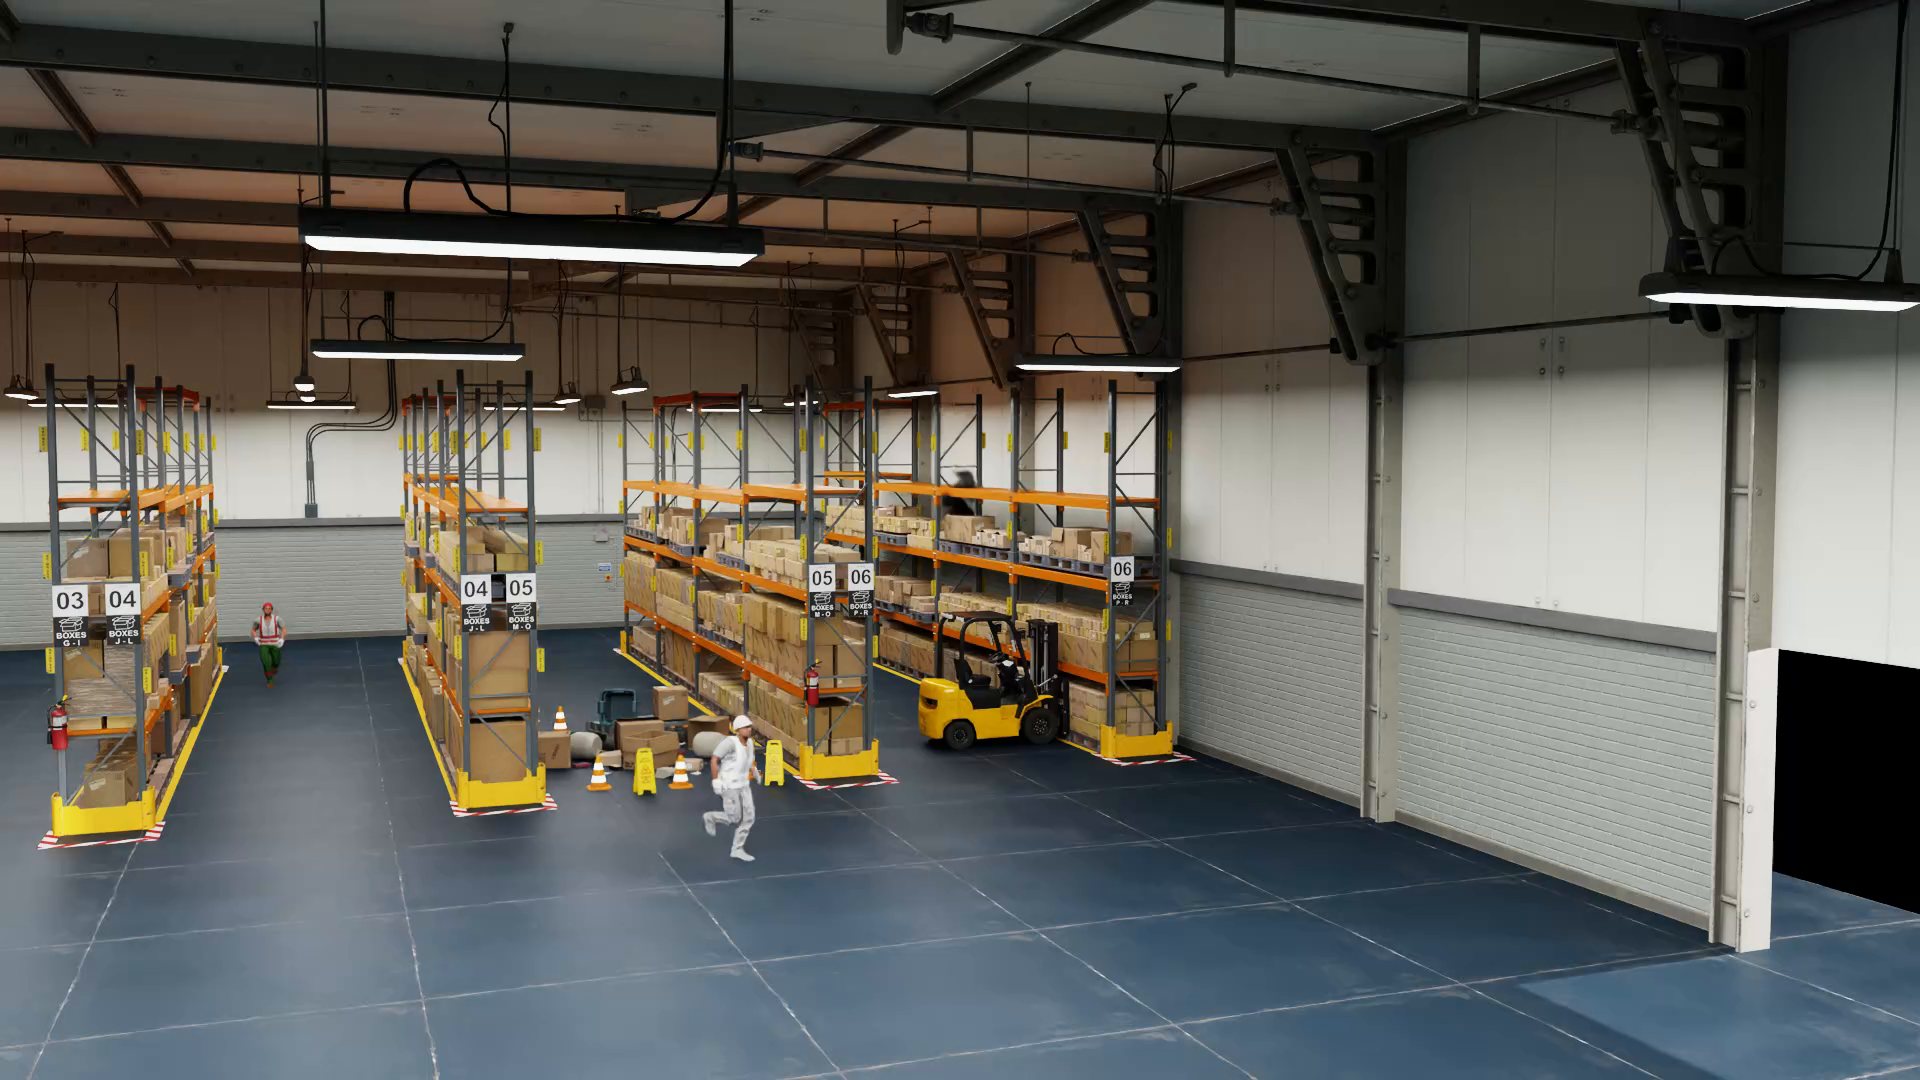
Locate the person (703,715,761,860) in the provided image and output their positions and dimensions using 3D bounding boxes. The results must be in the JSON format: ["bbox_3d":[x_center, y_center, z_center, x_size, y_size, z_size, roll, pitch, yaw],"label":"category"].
[{"bbox_3d":[-2.779,2.979,20.128,0.730,1.742,0.714,2,4,31],"label":"person"}]

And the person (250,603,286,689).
[{"bbox_3d":[-14.204,2.152,34.166,0.672,1.740,0.766,-2,4,-26],"label":"person"}]
